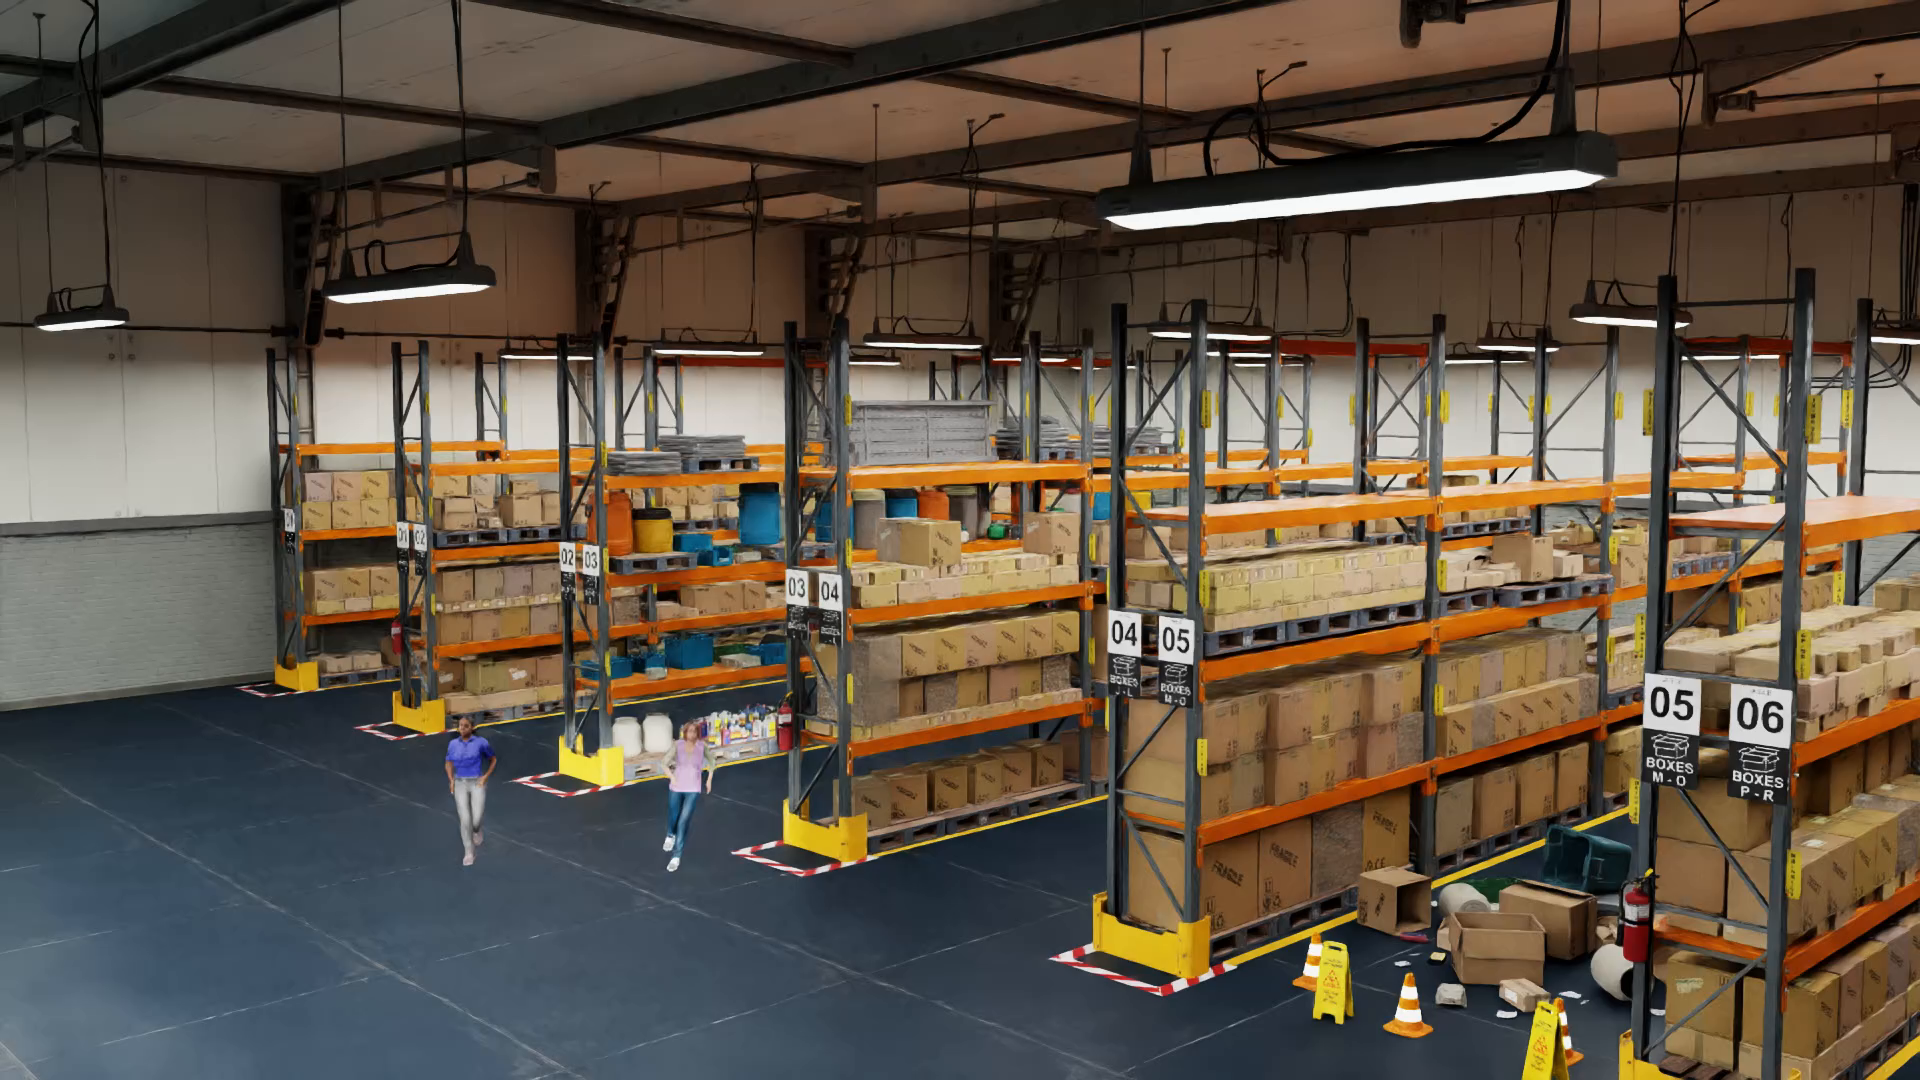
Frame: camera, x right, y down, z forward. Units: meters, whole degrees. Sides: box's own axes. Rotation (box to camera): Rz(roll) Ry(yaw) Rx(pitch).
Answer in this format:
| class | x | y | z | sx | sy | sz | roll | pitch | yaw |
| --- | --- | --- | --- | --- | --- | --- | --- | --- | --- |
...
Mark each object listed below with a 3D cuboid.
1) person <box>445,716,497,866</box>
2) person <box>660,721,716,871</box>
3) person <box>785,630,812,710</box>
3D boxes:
| class | x | y | z | sx | sy | sz | roll | pitch | yaw |
| --- | --- | --- | --- | --- | --- | --- | --- | --- | --- |
| person | -5.462 | 2.763 | 18.571 | 0.576 | 1.635 | 0.611 | -1 | 5 | -6 |
| person | -3.020 | 2.778 | 18.393 | 0.607 | 1.571 | 0.873 | 0 | 5 | -3 |
| person | -2.653 | 2.033 | 26.981 | 0.597 | 1.679 | 0.695 | 4 | 7 | 42 |
